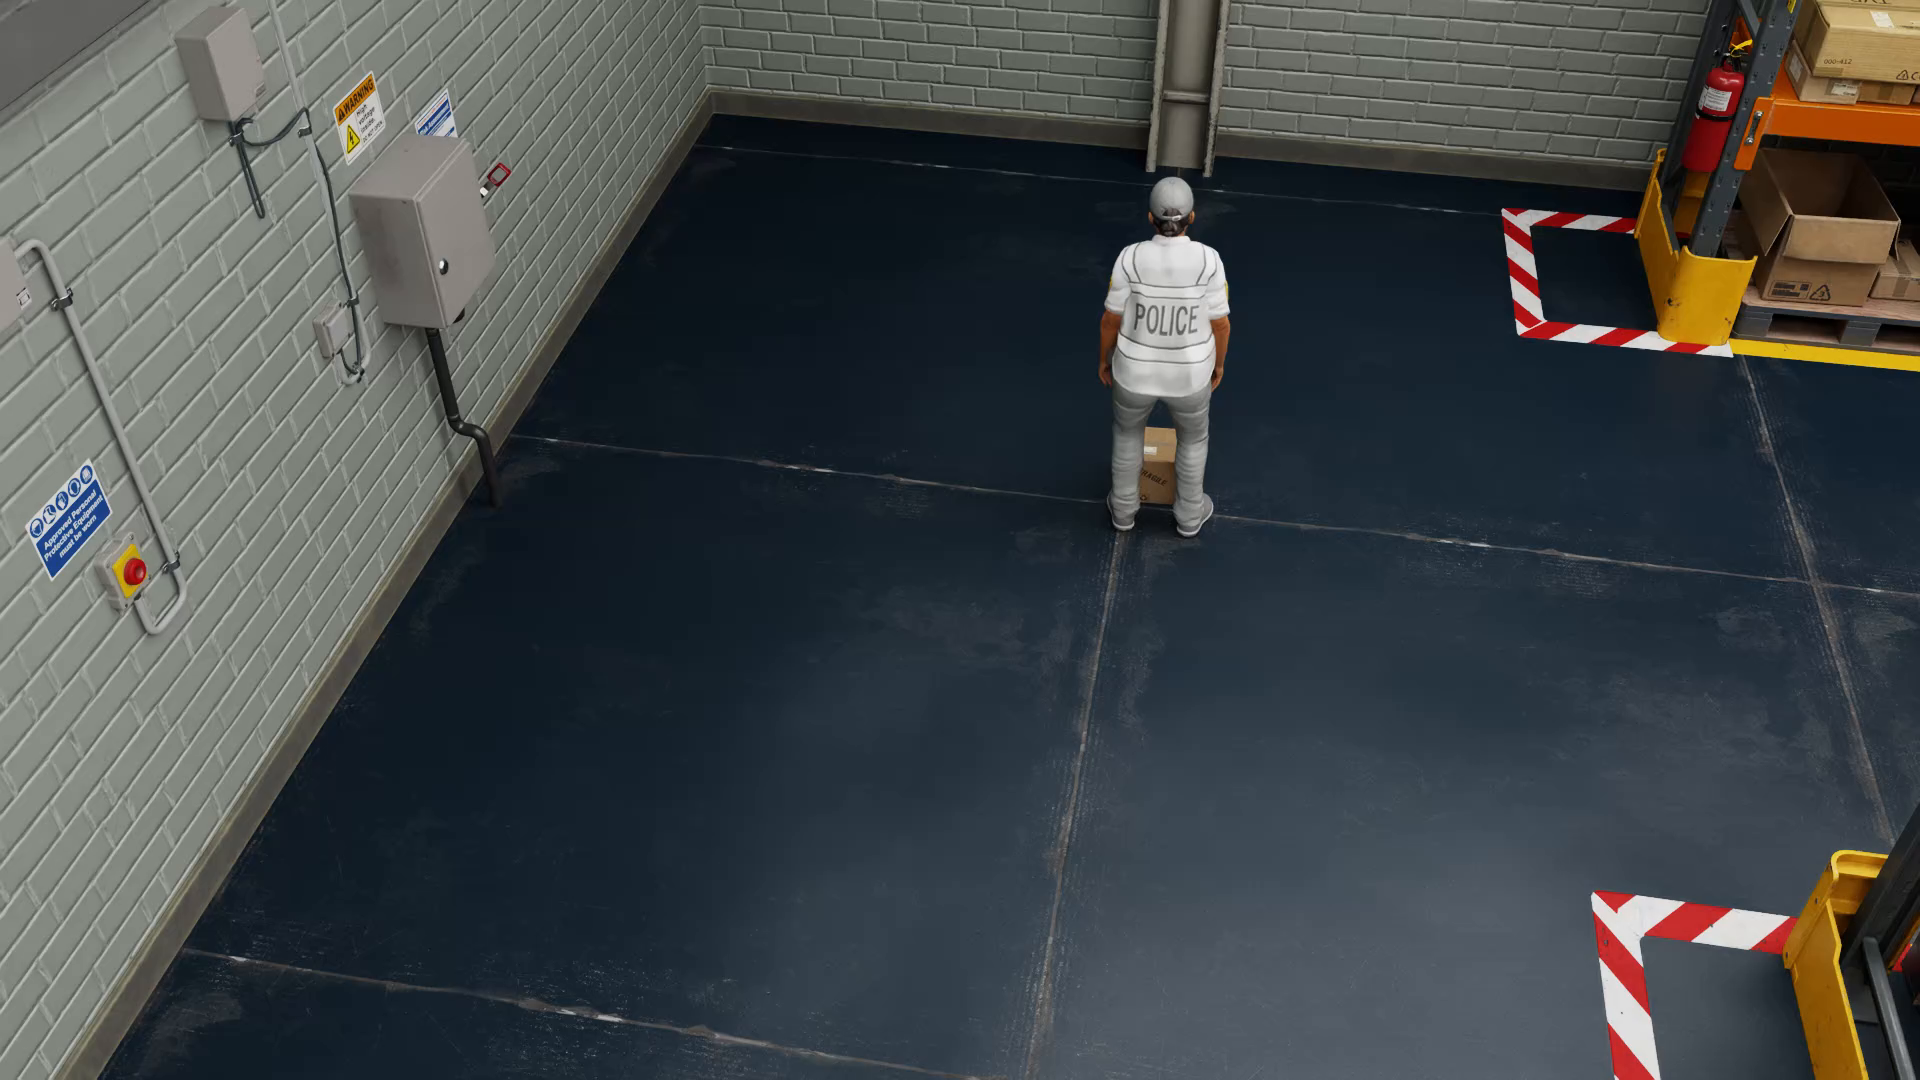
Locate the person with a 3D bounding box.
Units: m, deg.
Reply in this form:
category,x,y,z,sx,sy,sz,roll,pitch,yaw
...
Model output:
category,x,y,z,sx,sy,sz,roll,pitch,yaw
person,0.864,-0.737,7.006,0.563,1.667,0.463,5,41,5
